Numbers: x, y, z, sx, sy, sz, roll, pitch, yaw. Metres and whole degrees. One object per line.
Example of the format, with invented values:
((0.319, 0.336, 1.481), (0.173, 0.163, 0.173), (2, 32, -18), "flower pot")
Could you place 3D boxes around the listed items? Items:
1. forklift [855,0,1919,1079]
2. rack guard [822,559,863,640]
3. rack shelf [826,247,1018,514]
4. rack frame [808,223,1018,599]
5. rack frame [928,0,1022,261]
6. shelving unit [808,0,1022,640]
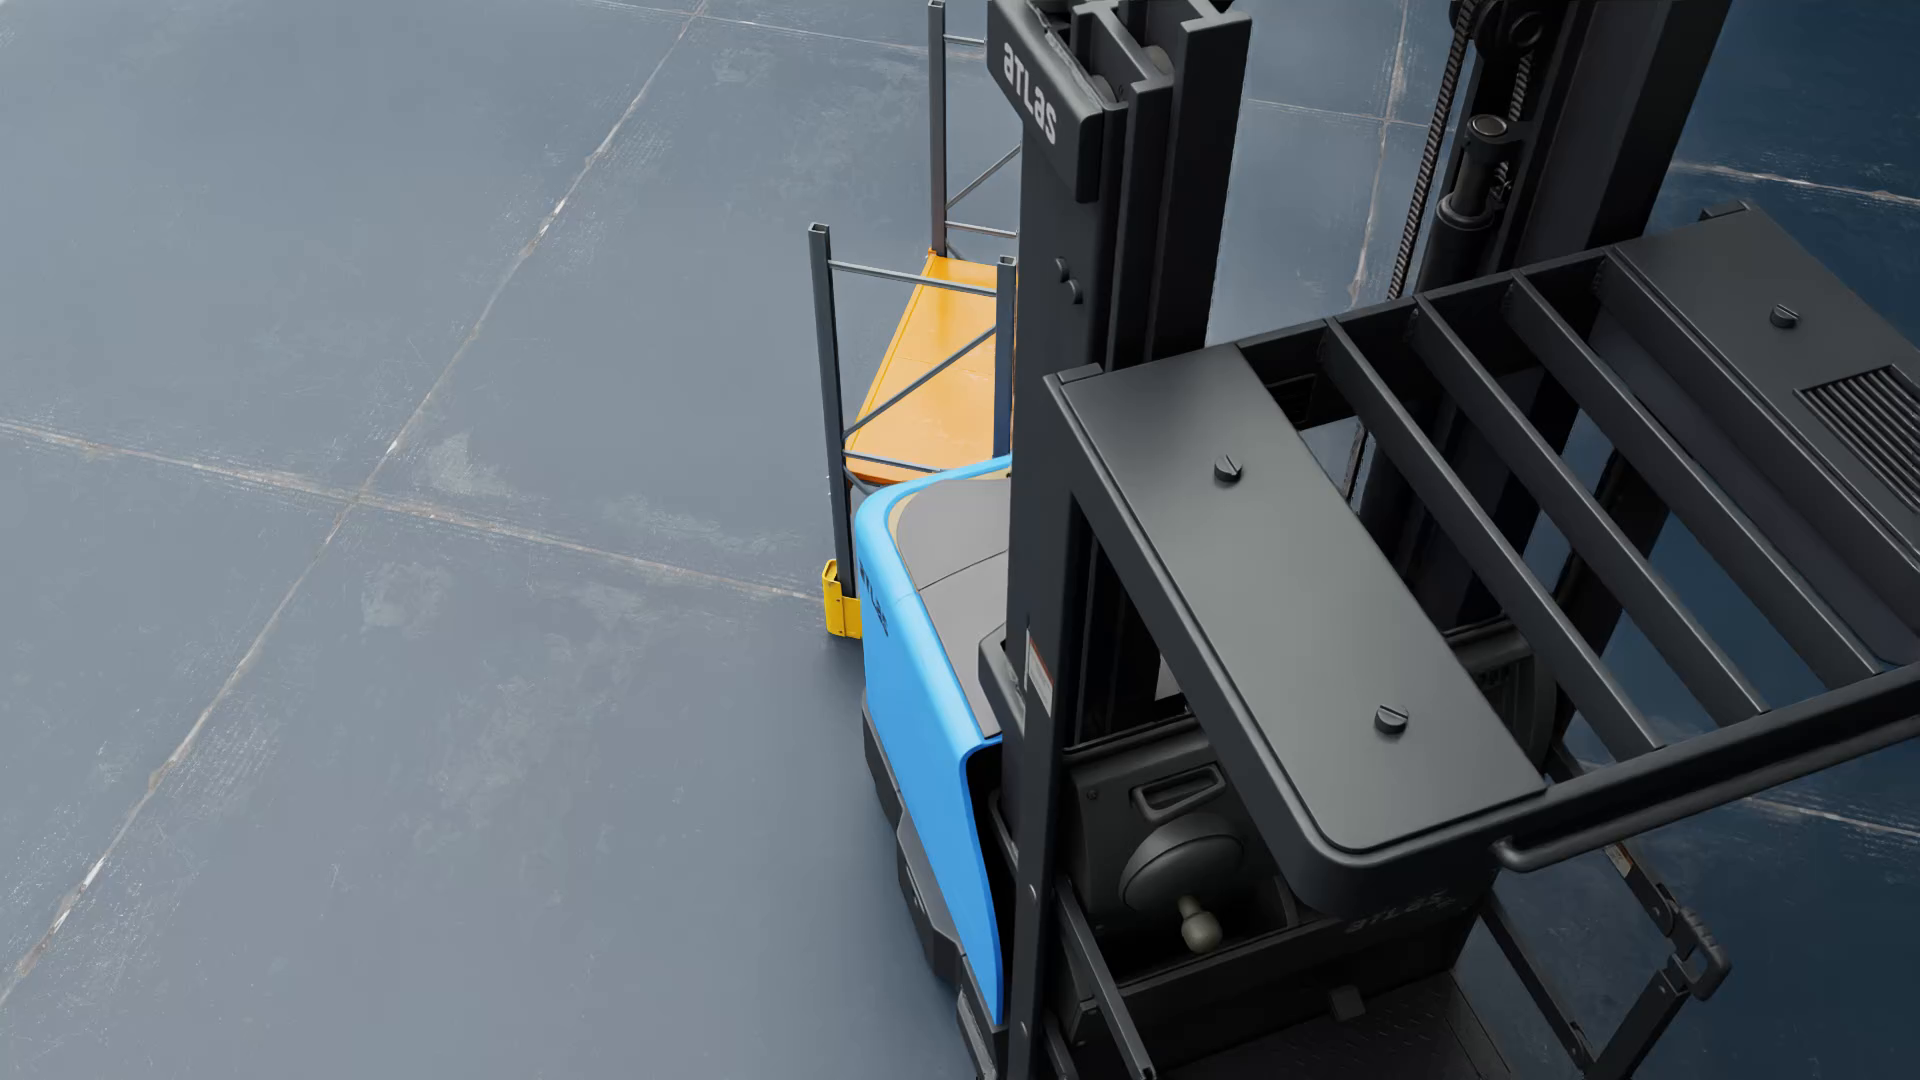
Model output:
((0.718, 0.547, 2.812), (1.130, 2.935, 3.031), (-15, 50, -13), "forklift")
((-0.111, 0.222, 4.887), (0.587, 0.250, 0.087), (12, 50, 10), "rack guard")
((0.022, -0.439, 4.877), (0.538, 0.185, 1.000), (12, 50, 10), "rack shelf")
((-0.111, -0.190, 4.418), (0.500, 1.500, 0.032), (12, 50, 10), "rack frame")
((0.156, -0.926, 5.067), (0.500, 1.500, 0.032), (12, 50, 10), "rack frame")
((0.020, -0.551, 4.736), (0.587, 1.500, 1.083), (12, 50, 10), "shelving unit")
